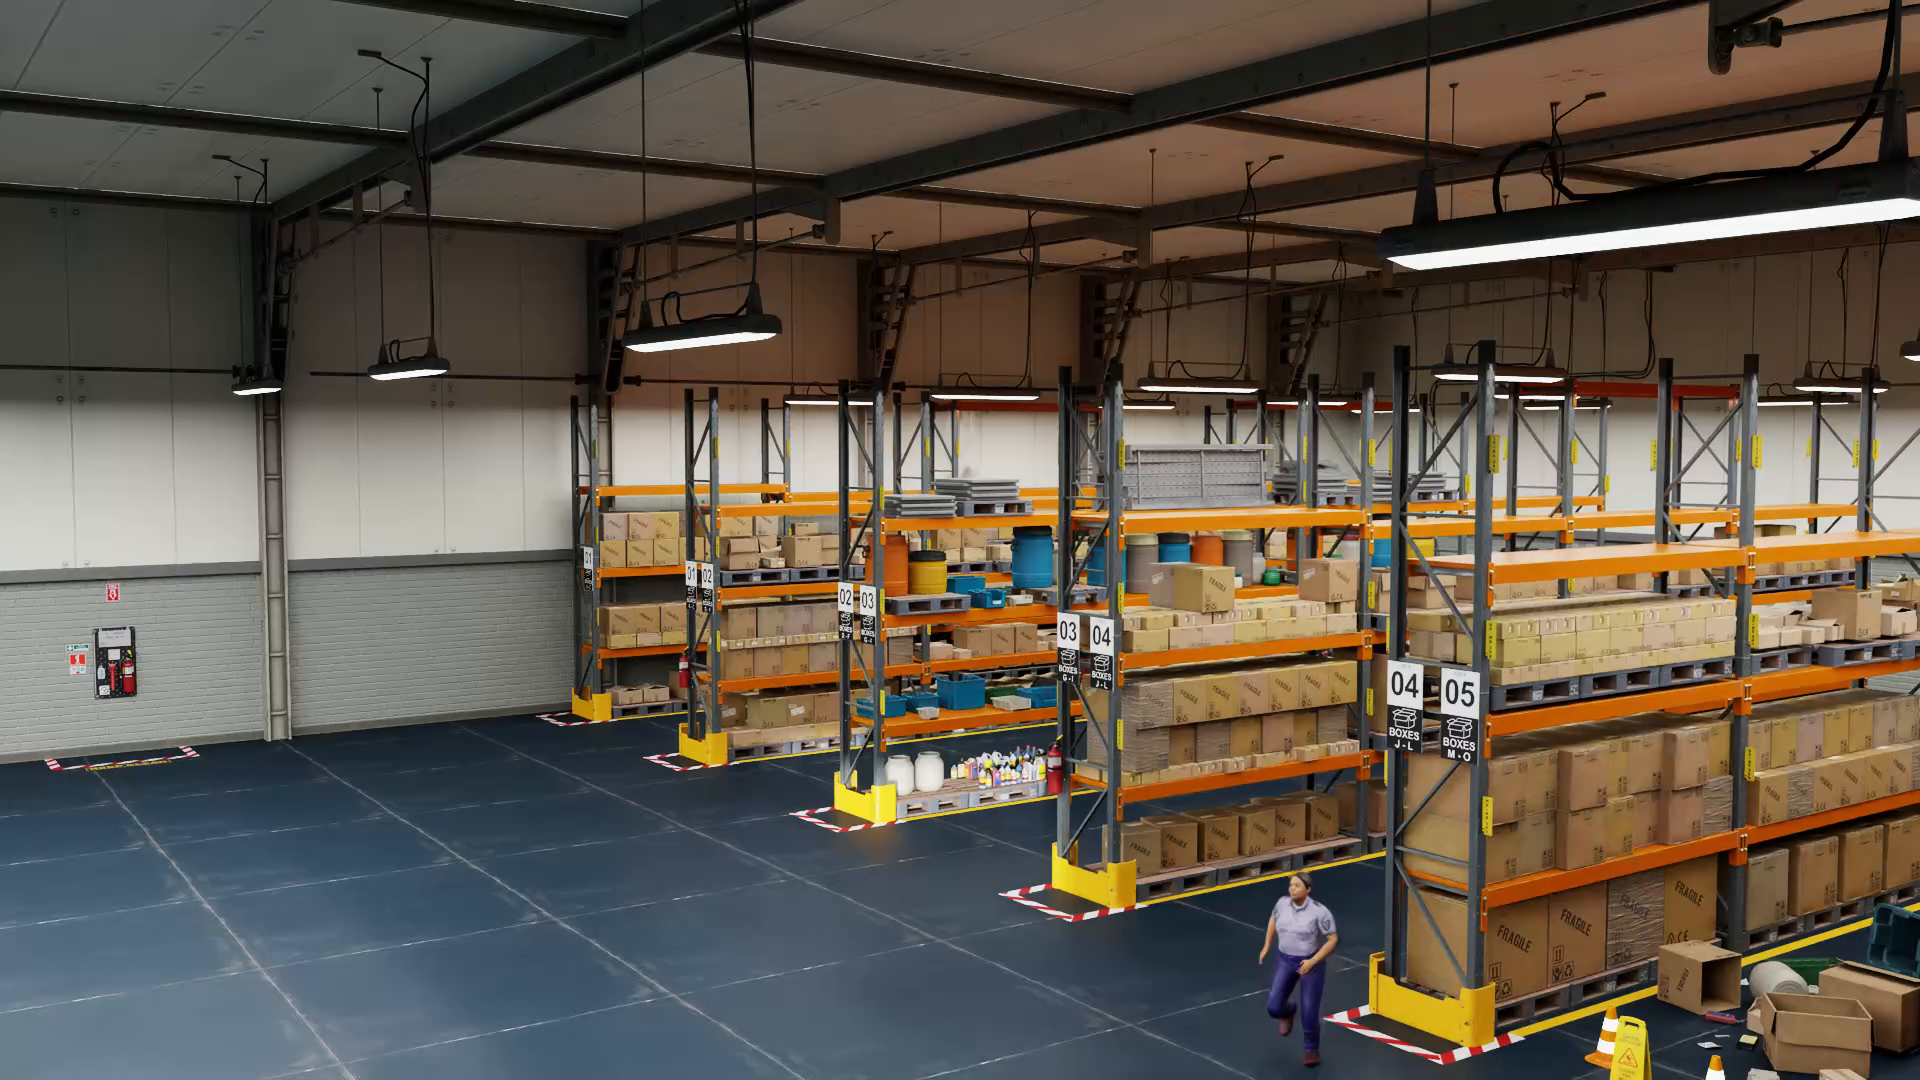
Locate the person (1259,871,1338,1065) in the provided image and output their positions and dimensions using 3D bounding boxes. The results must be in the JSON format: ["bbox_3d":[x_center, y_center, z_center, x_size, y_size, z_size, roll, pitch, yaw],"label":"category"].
[{"bbox_3d":[2.819,3.556,13.884,0.686,1.575,0.535,2,4,26],"label":"person"}]
